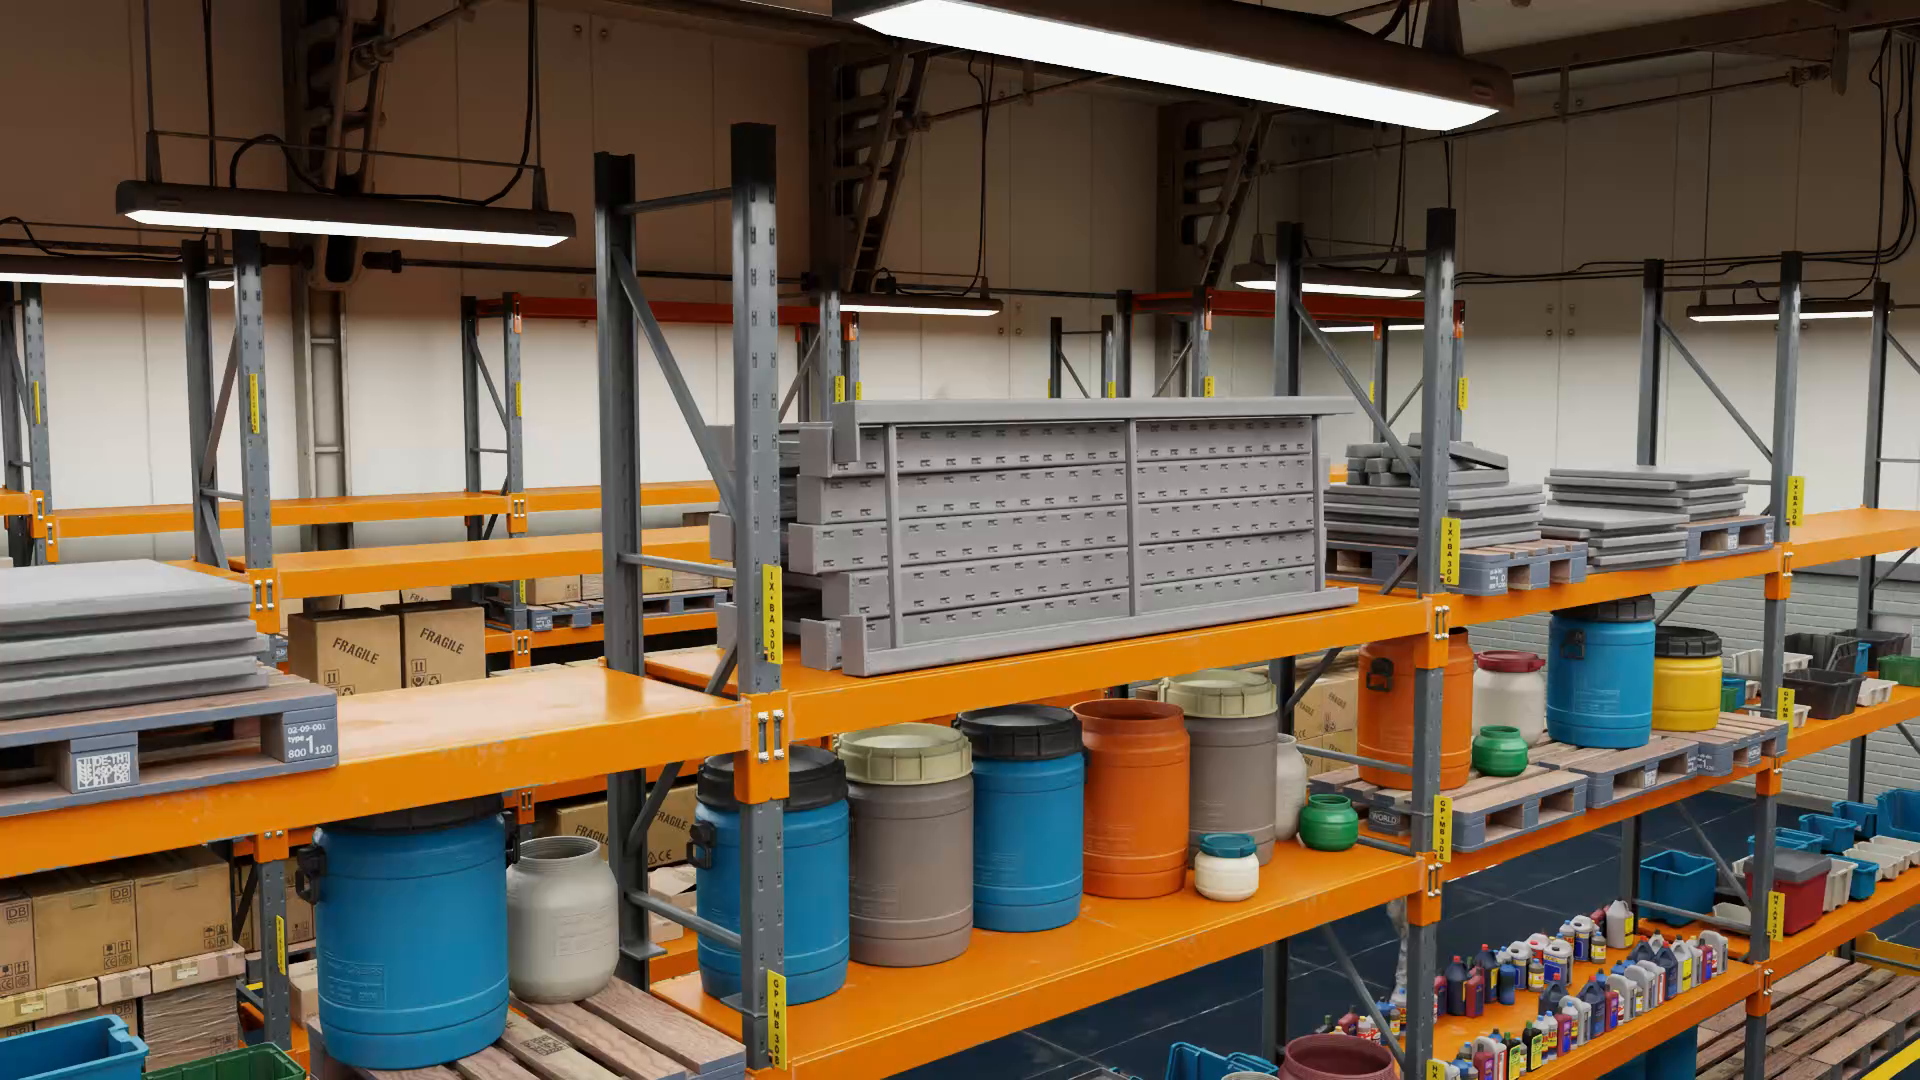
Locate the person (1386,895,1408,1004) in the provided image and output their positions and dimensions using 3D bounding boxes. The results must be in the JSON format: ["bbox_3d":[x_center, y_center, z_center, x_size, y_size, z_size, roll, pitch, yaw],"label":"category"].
[{"bbox_3d":[3.782,2.884,14.085,0.675,1.732,0.923,4,7,36],"label":"person"}]
